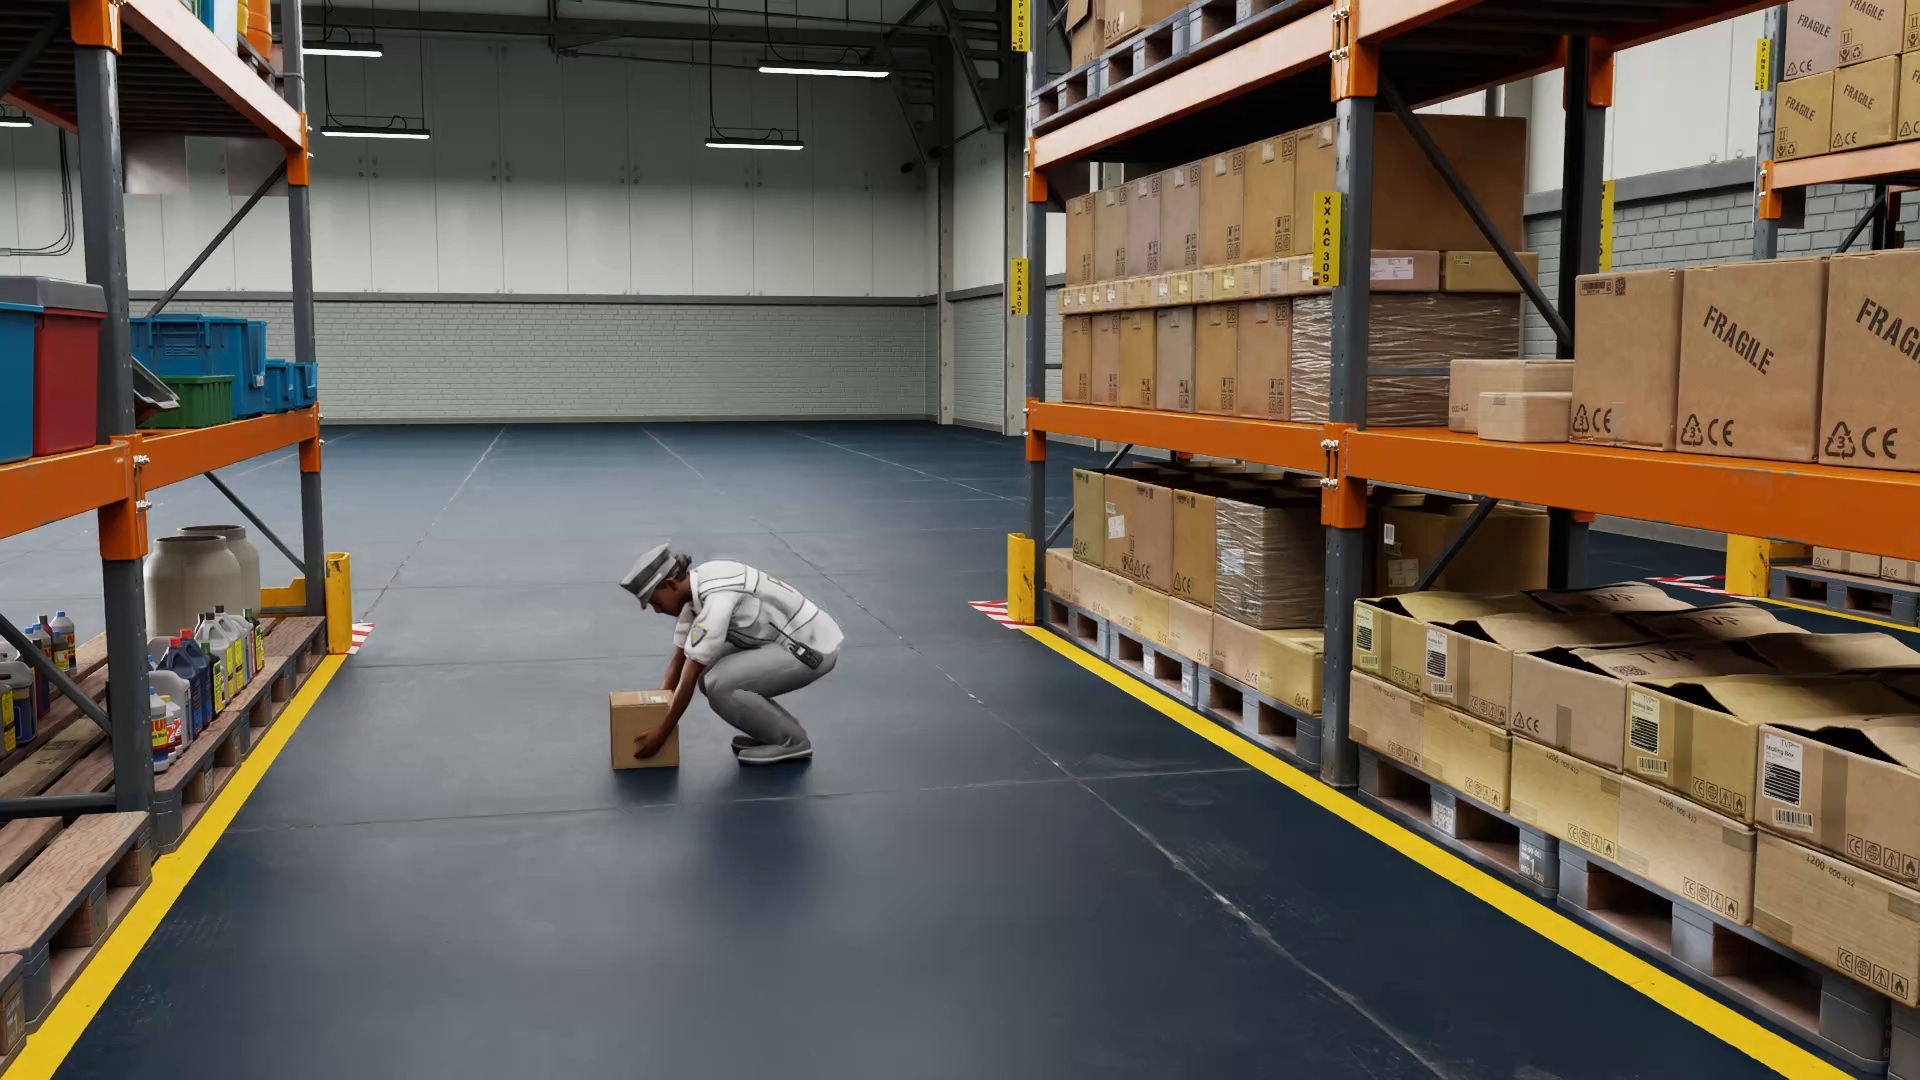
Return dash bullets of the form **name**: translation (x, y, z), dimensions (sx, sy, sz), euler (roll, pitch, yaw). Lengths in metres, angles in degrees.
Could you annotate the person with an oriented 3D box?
- **person**: translation (-0.887, 0.429, 6.491), dimensions (0.868, 0.863, 0.479), euler (-2, 6, -14)
